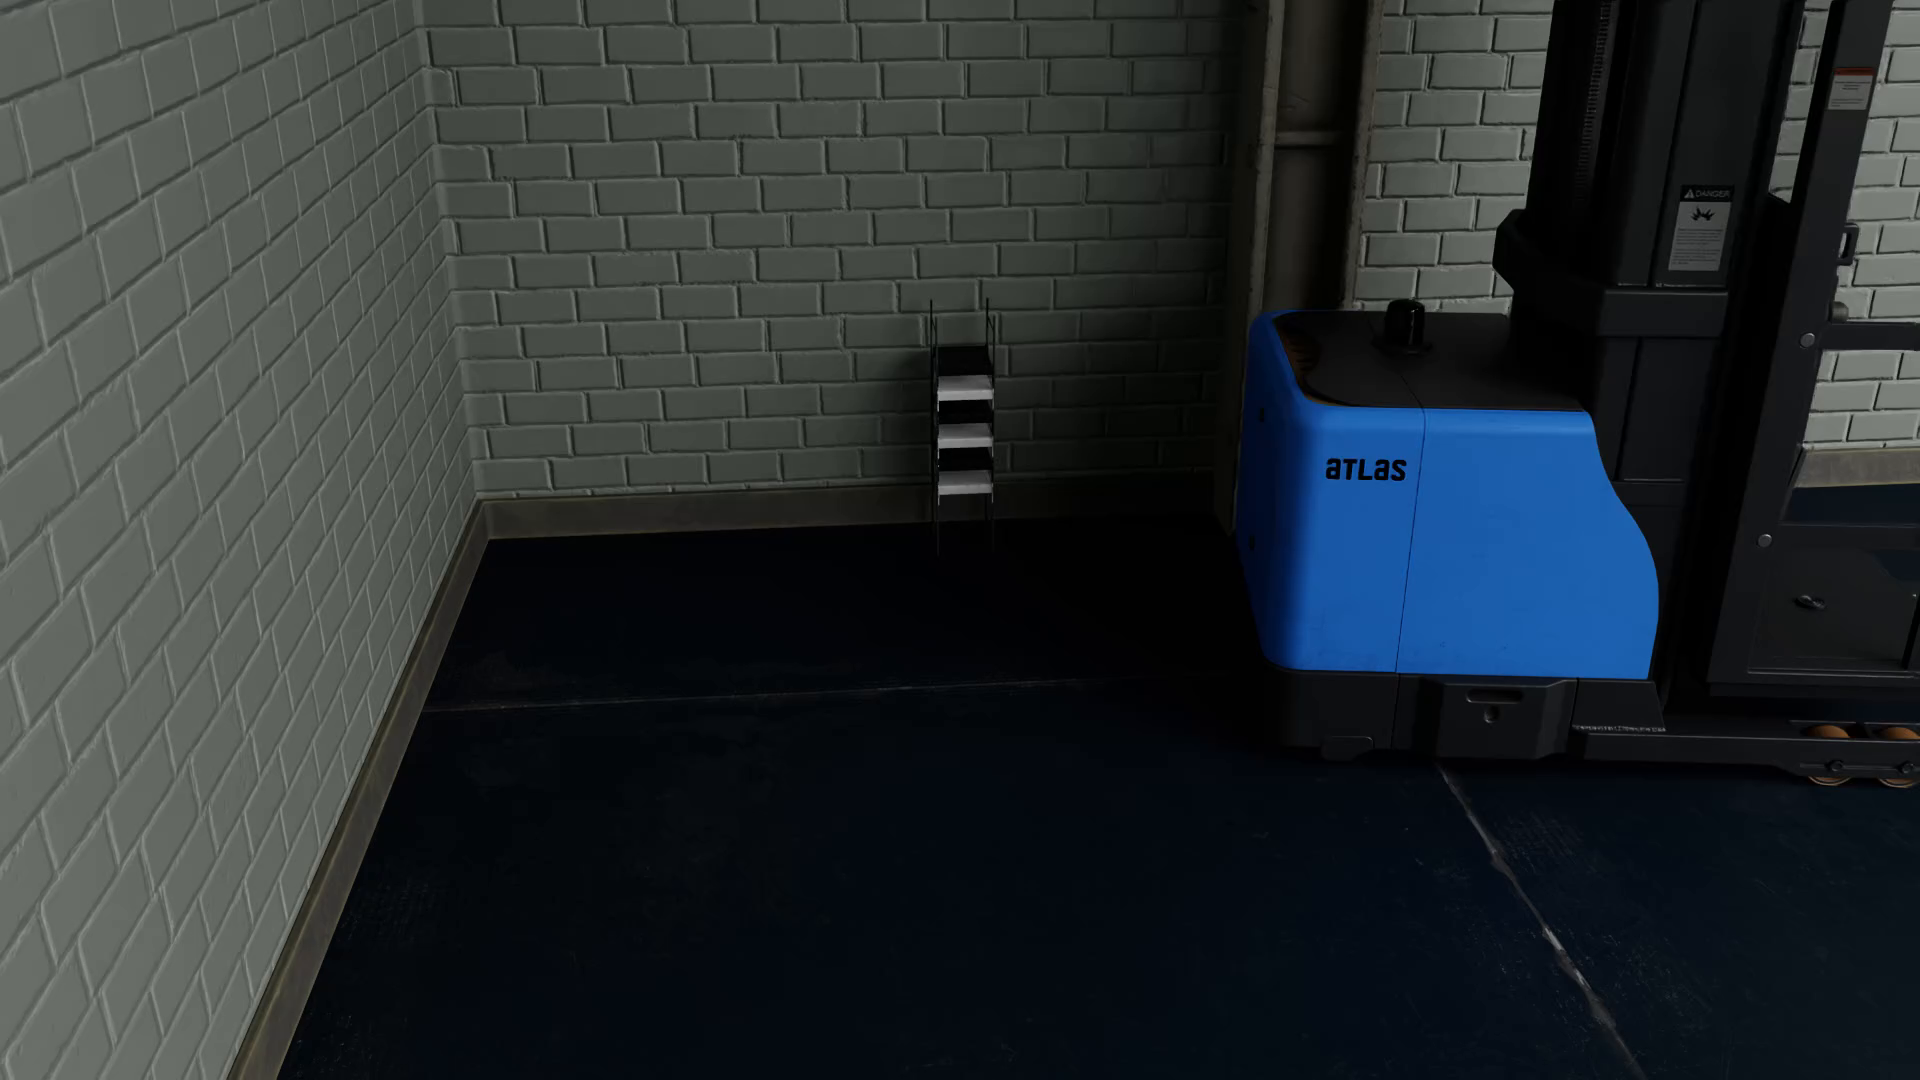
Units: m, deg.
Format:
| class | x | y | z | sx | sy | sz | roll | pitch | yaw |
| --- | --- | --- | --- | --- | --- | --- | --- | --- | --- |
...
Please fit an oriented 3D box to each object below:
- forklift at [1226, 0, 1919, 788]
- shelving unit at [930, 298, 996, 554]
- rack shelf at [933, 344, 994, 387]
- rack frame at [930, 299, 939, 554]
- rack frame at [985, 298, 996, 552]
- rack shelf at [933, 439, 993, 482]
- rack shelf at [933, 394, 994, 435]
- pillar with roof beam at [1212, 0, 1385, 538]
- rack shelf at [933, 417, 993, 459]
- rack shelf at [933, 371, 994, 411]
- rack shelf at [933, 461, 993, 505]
| class | x | y | z | sx | sy | sz | roll | pitch | yaw |
| --- | --- | --- | --- | --- | --- | --- | --- | --- | --- |
| forklift | 2.387 | -0.865 | 4.587 | 3.031 | 2.935 | 1.130 | 1 | 24 | 3 |
| shelving unit | 0.008 | -0.412 | 6.068 | 0.210 | 0.900 | 0.258 | -2 | 24 | -5 |
| rack shelf | 0.008 | -0.628 | 5.972 | 0.200 | 0.077 | 0.258 | -2 | 24 | -5 |
| rack frame | -0.093 | -0.407 | 6.059 | 0.006 | 0.900 | 0.240 | -2 | 24 | -5 |
| rack frame | 0.109 | -0.416 | 6.077 | 0.006 | 0.900 | 0.240 | -2 | 24 | -5 |
| rack shelf | 0.008 | -0.299 | 6.118 | 0.200 | 0.077 | 0.258 | -2 | 24 | -5 |
| rack shelf | 0.008 | -0.463 | 6.045 | 0.200 | 0.077 | 0.258 | -2 | 24 | -5 |
| pillar with roof beam | 1.620 | -2.446 | 0.675 | 0.400 | 9.000 | 9.100 | -2 | 24 | -5 |
| rack shelf | 0.008 | -0.381 | 6.081 | 0.200 | 0.077 | 0.258 | -2 | 24 | -5 |
| rack shelf | 0.008 | -0.546 | 6.008 | 0.200 | 0.077 | 0.258 | -2 | 24 | -5 |
| rack shelf | 0.008 | -0.217 | 6.155 | 0.200 | 0.077 | 0.258 | -2 | 24 | -5 |
